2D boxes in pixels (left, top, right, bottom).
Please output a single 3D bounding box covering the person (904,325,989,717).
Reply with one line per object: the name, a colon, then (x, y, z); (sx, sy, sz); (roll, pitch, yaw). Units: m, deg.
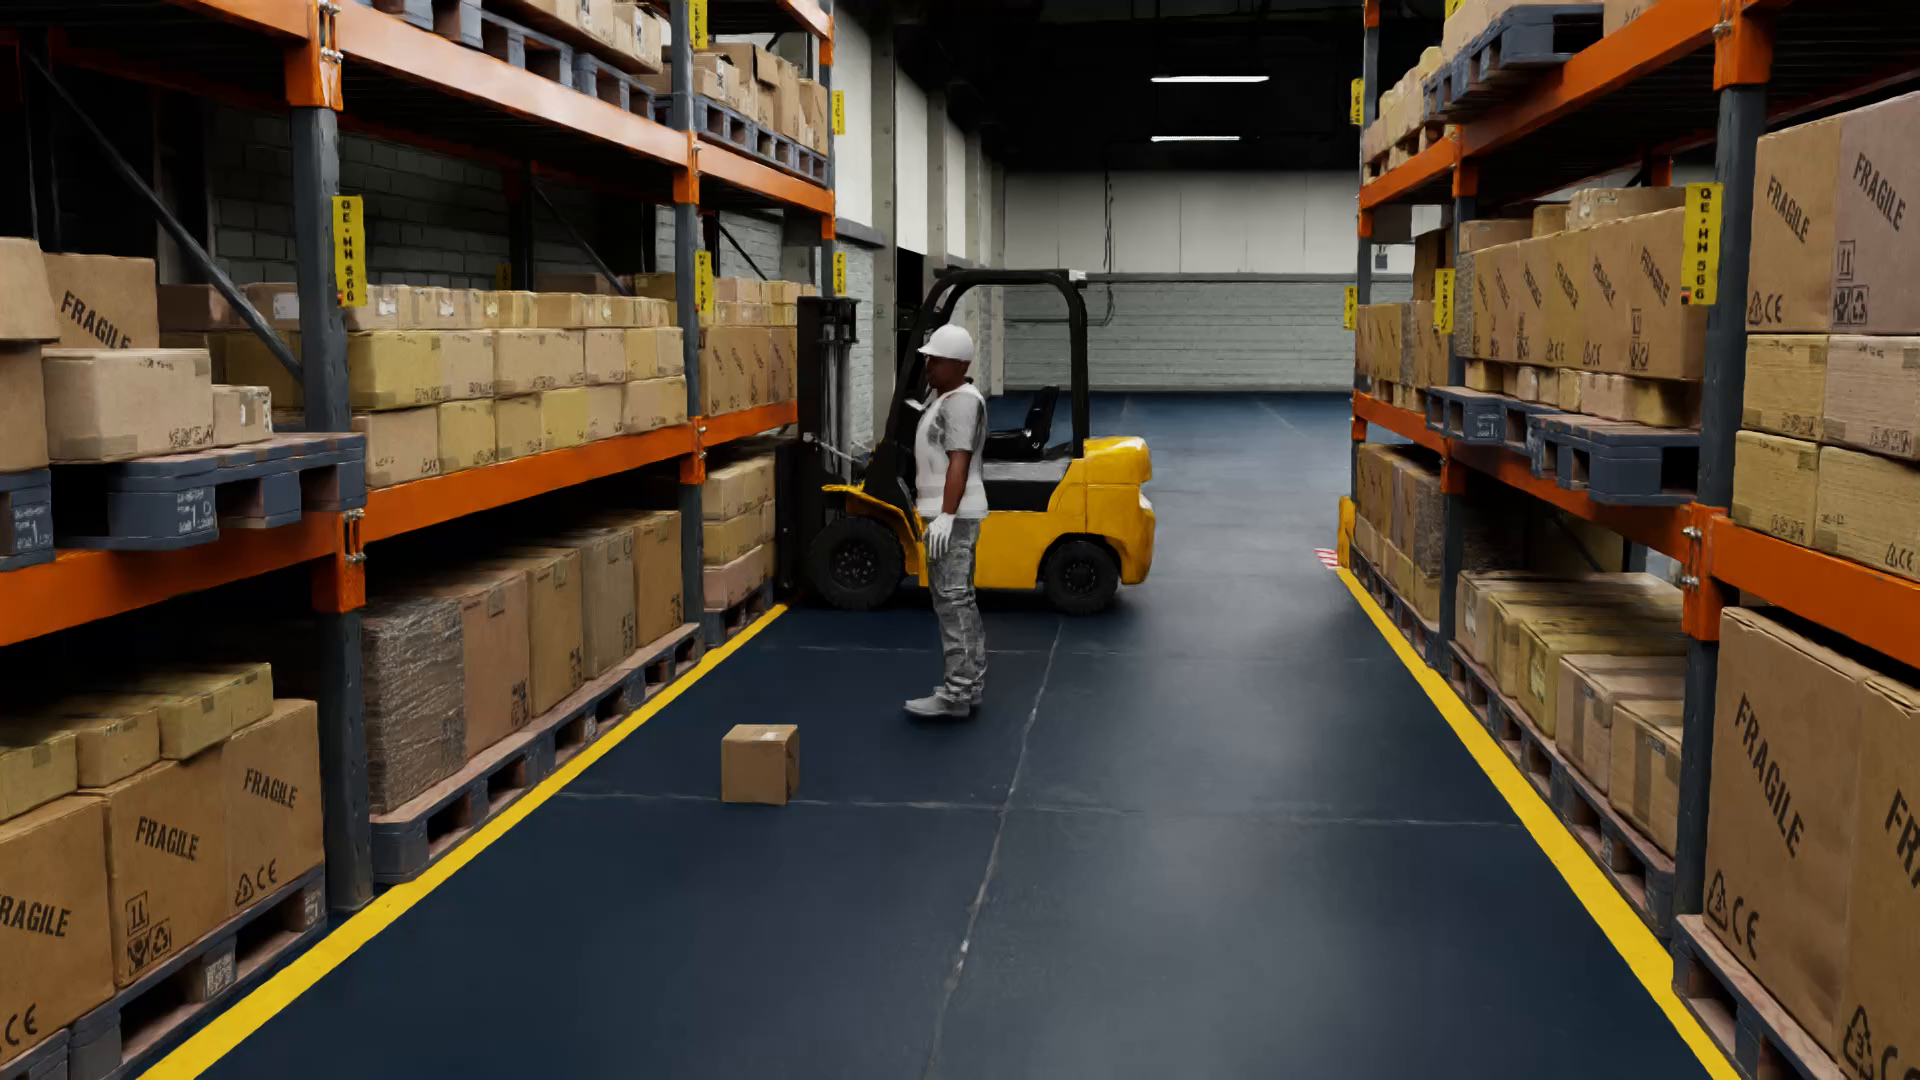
person: (-0.061, -0.090, 7.668); (0.391, 1.791, 0.632); (0, 7, 2)
